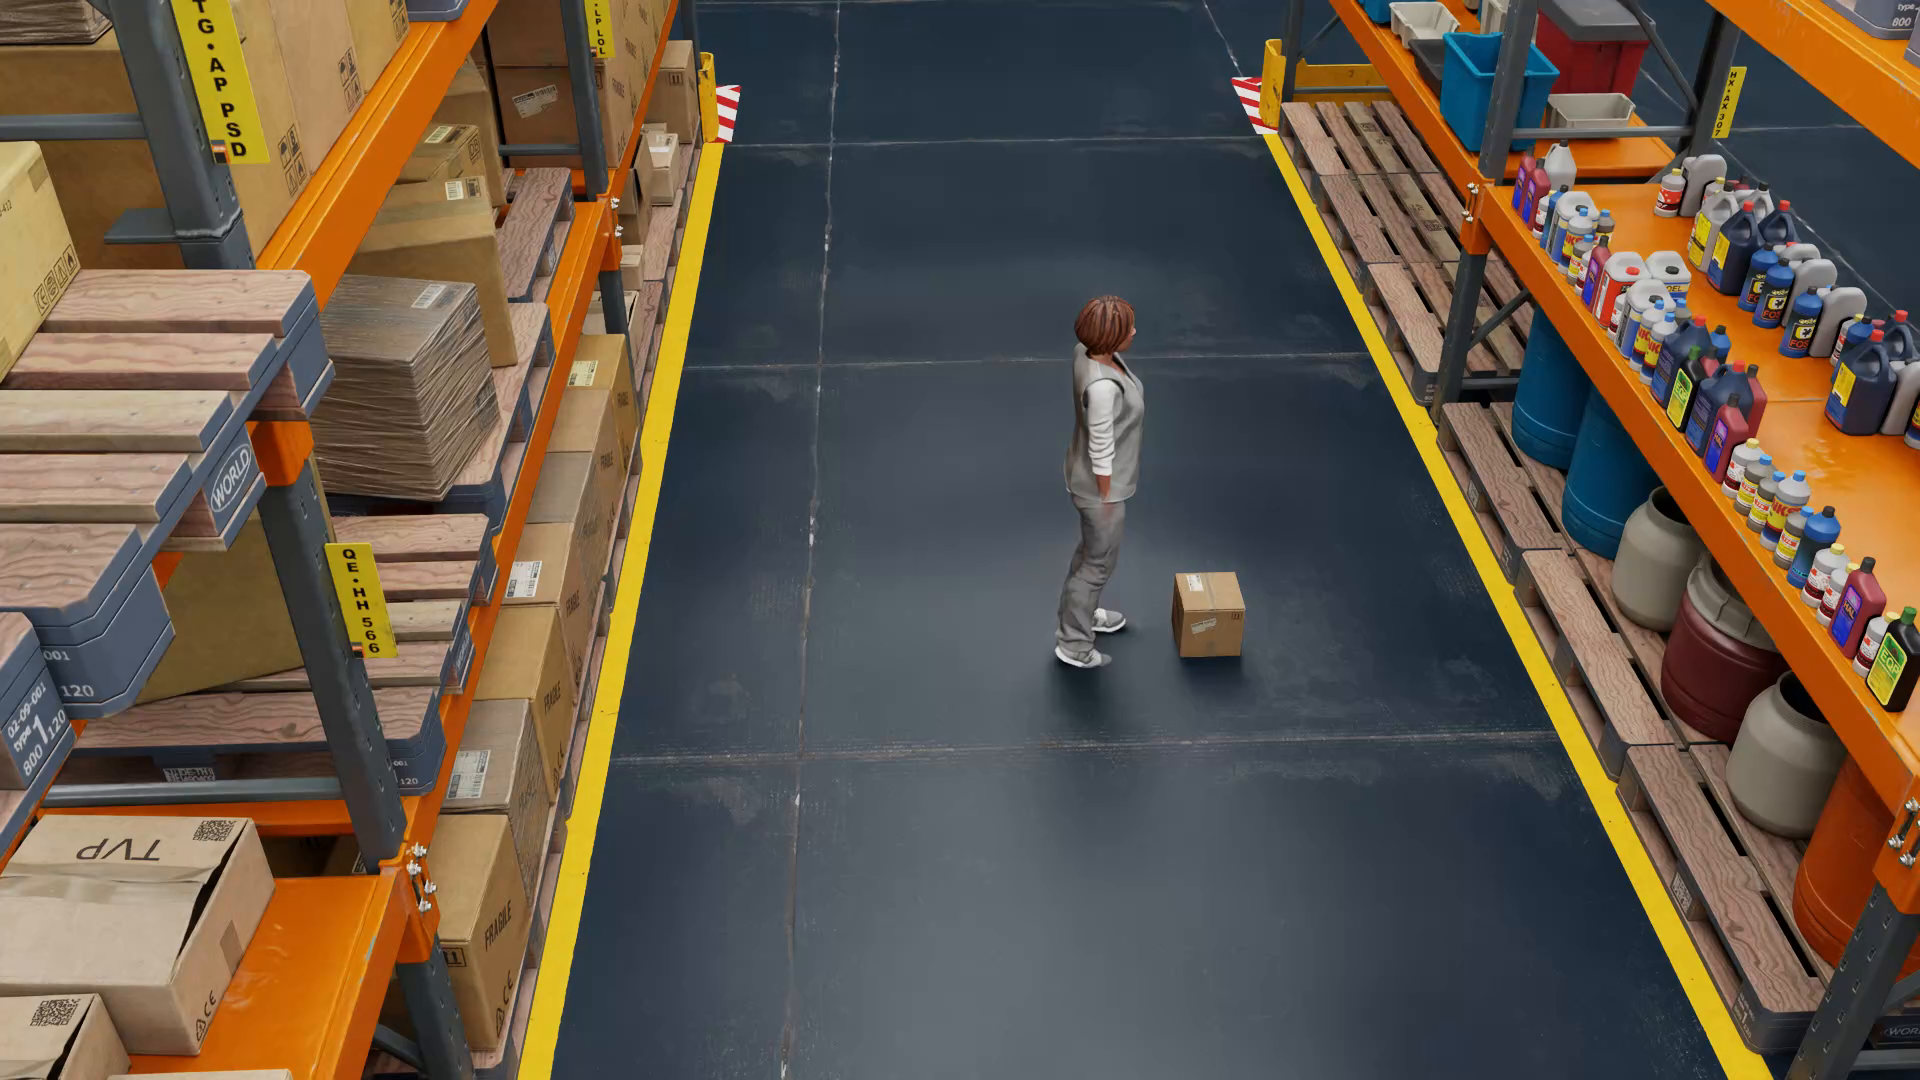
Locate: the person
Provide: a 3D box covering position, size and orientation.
[{"bbox_3d":[0.541,-0.217,6.494,0.318,1.640,0.407,-1,36,-1],"label":"person"}]
